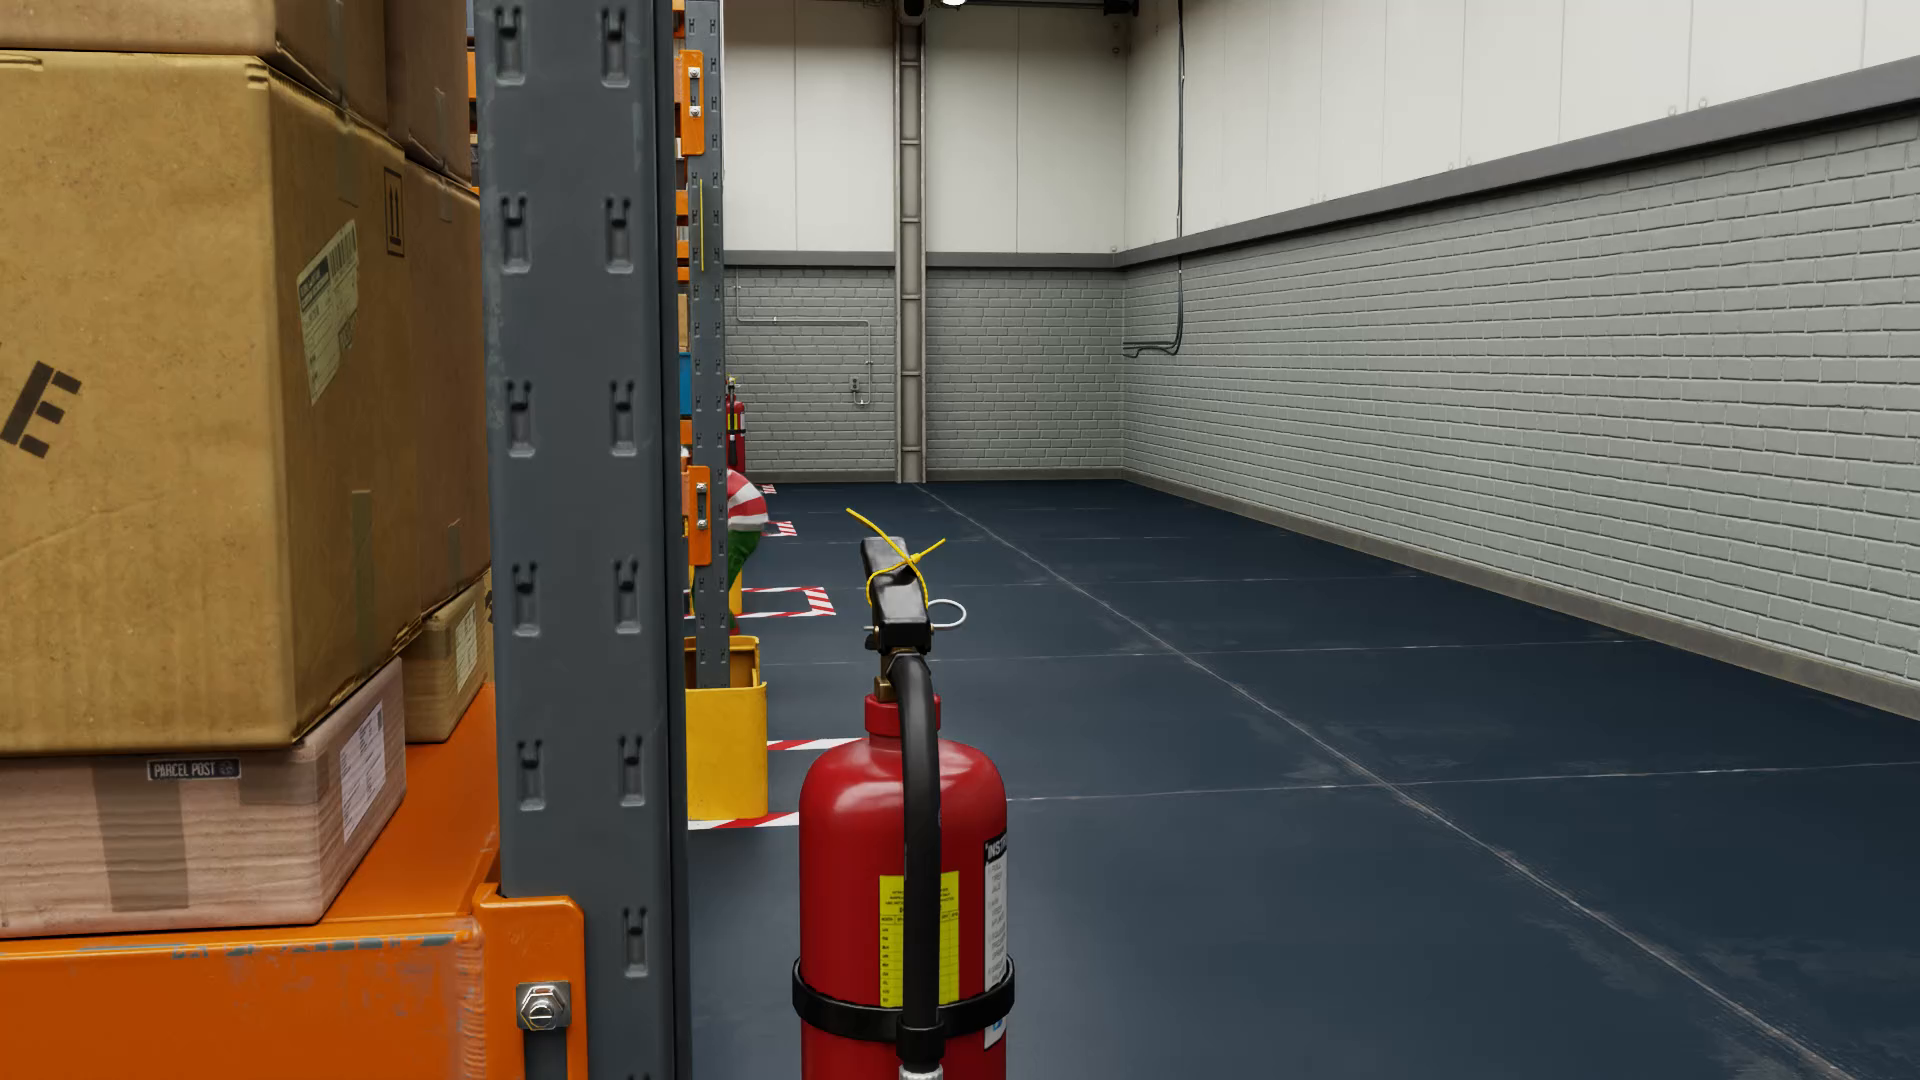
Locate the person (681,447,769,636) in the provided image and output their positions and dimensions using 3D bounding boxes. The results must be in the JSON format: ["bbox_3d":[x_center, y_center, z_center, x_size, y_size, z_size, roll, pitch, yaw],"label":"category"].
[{"bbox_3d":[-1.423,0.097,8.499,0.888,1.393,0.496,-1,7,-10],"label":"person"}]
